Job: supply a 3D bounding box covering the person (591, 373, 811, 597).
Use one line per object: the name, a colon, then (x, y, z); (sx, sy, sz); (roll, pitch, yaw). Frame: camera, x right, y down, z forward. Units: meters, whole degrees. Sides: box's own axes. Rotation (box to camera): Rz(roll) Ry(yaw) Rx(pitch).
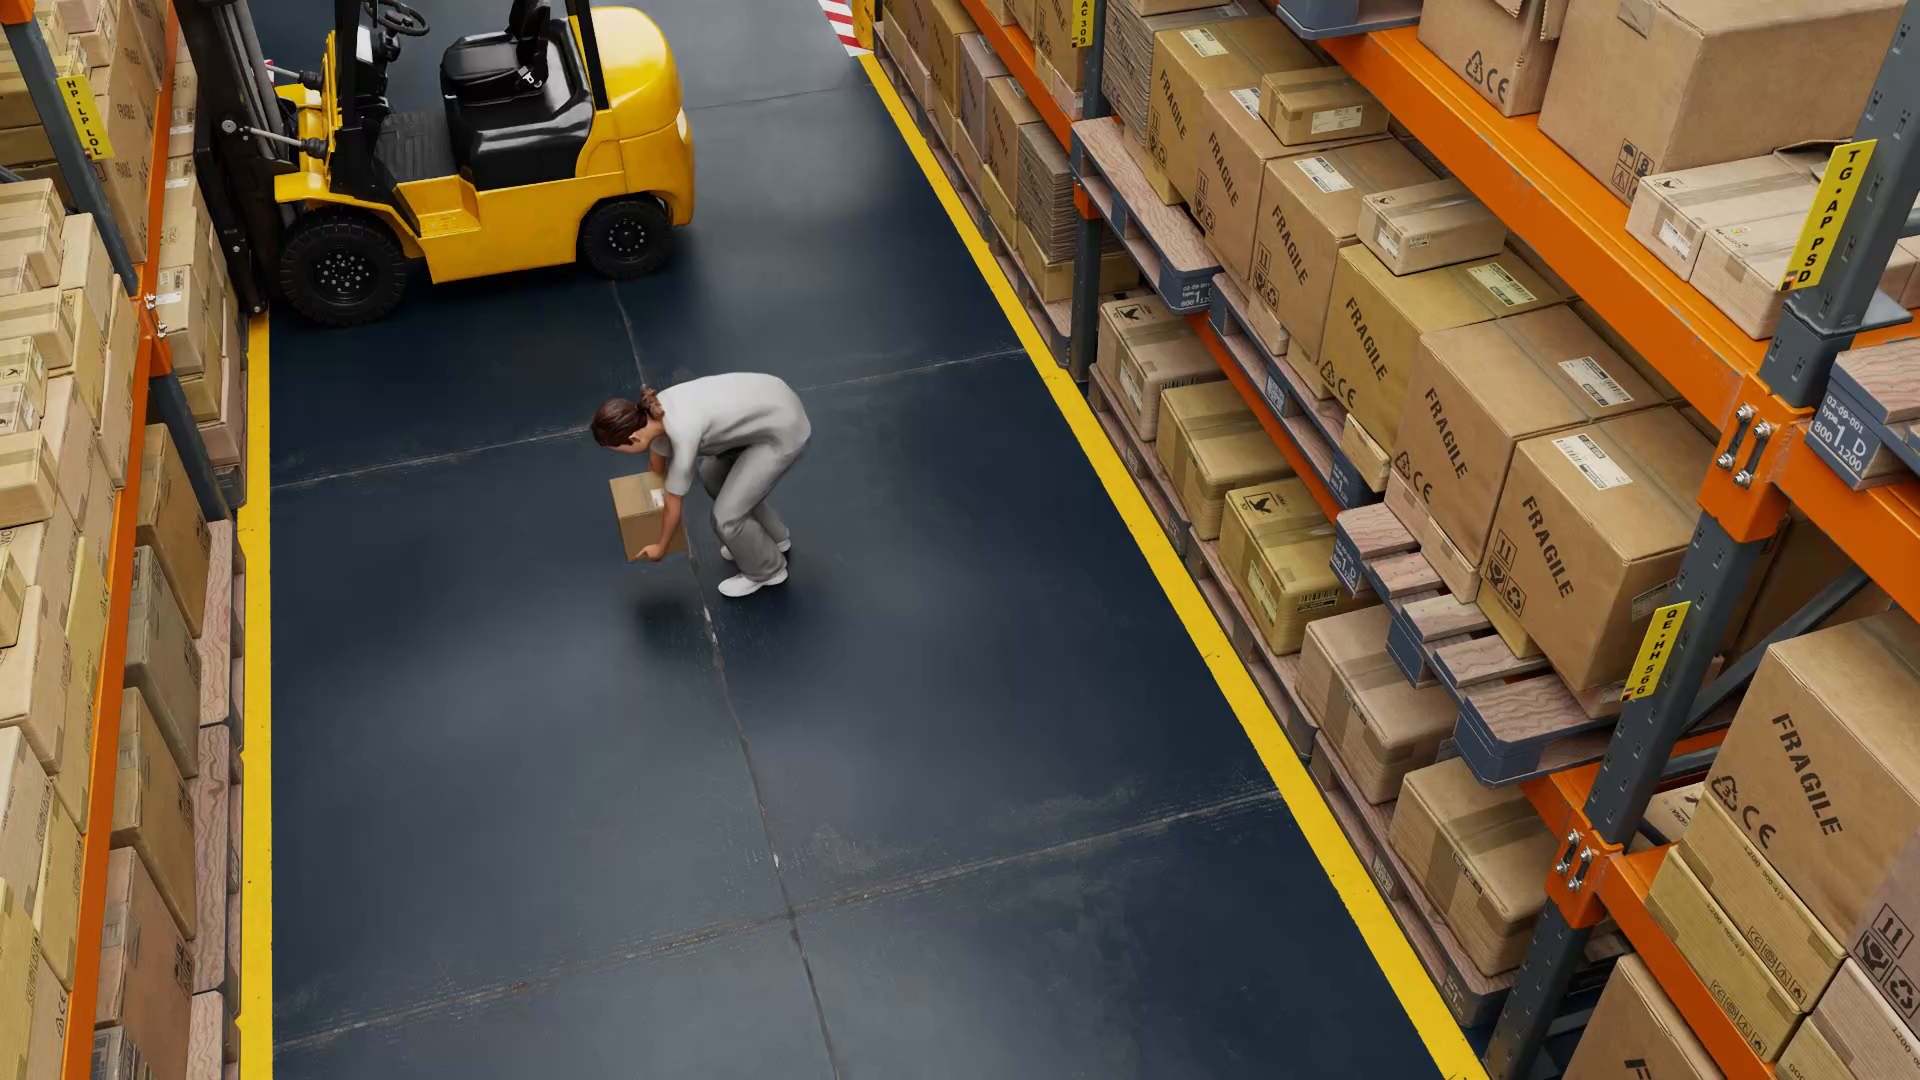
person: (-1.034, -0.236, 6.866); (0.864, 1.074, 0.449); (-14, 44, -15)
